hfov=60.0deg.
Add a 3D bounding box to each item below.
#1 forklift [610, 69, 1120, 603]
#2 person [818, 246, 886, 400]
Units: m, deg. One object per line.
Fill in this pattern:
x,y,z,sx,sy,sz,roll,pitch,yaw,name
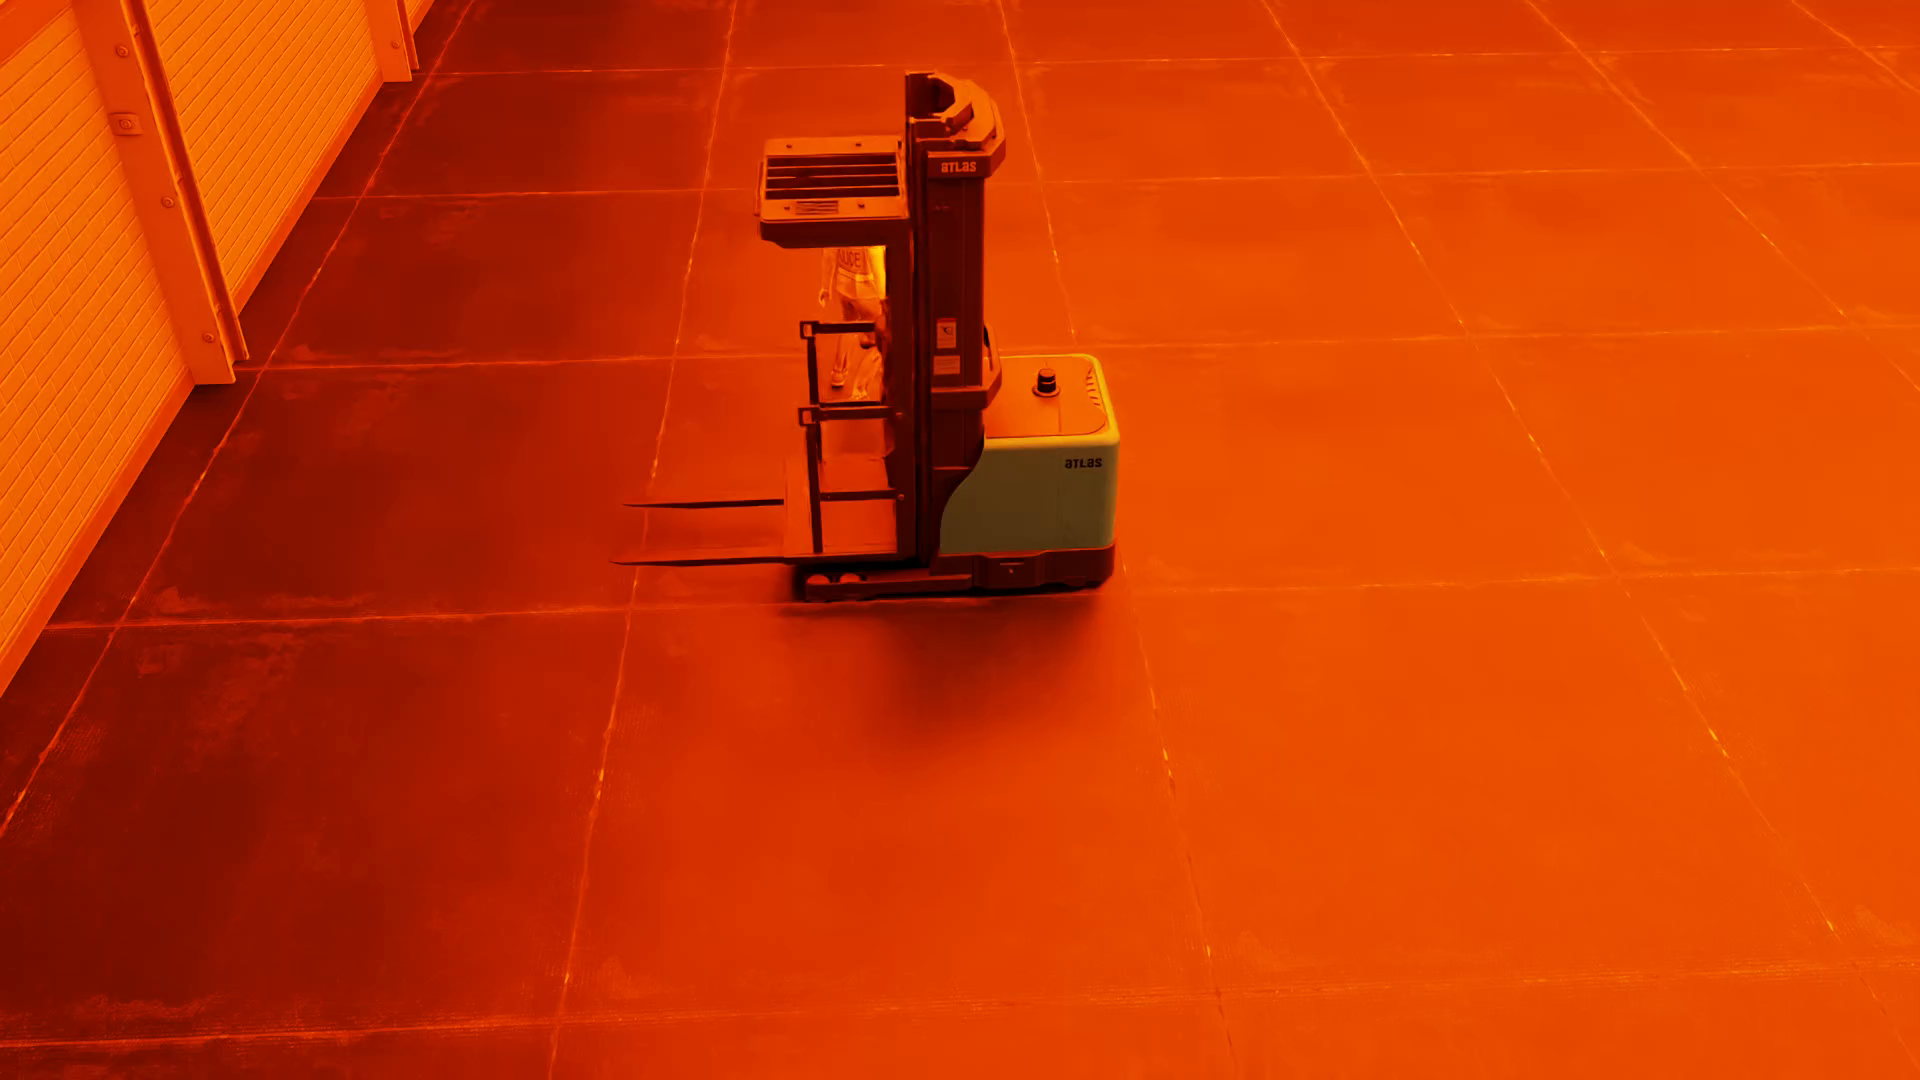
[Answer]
-0.606,-1.131,9.563,3.031,2.935,1.130,-2,36,-3,forklift
-0.711,-1.671,11.478,0.440,1.647,0.799,-28,44,-33,person
